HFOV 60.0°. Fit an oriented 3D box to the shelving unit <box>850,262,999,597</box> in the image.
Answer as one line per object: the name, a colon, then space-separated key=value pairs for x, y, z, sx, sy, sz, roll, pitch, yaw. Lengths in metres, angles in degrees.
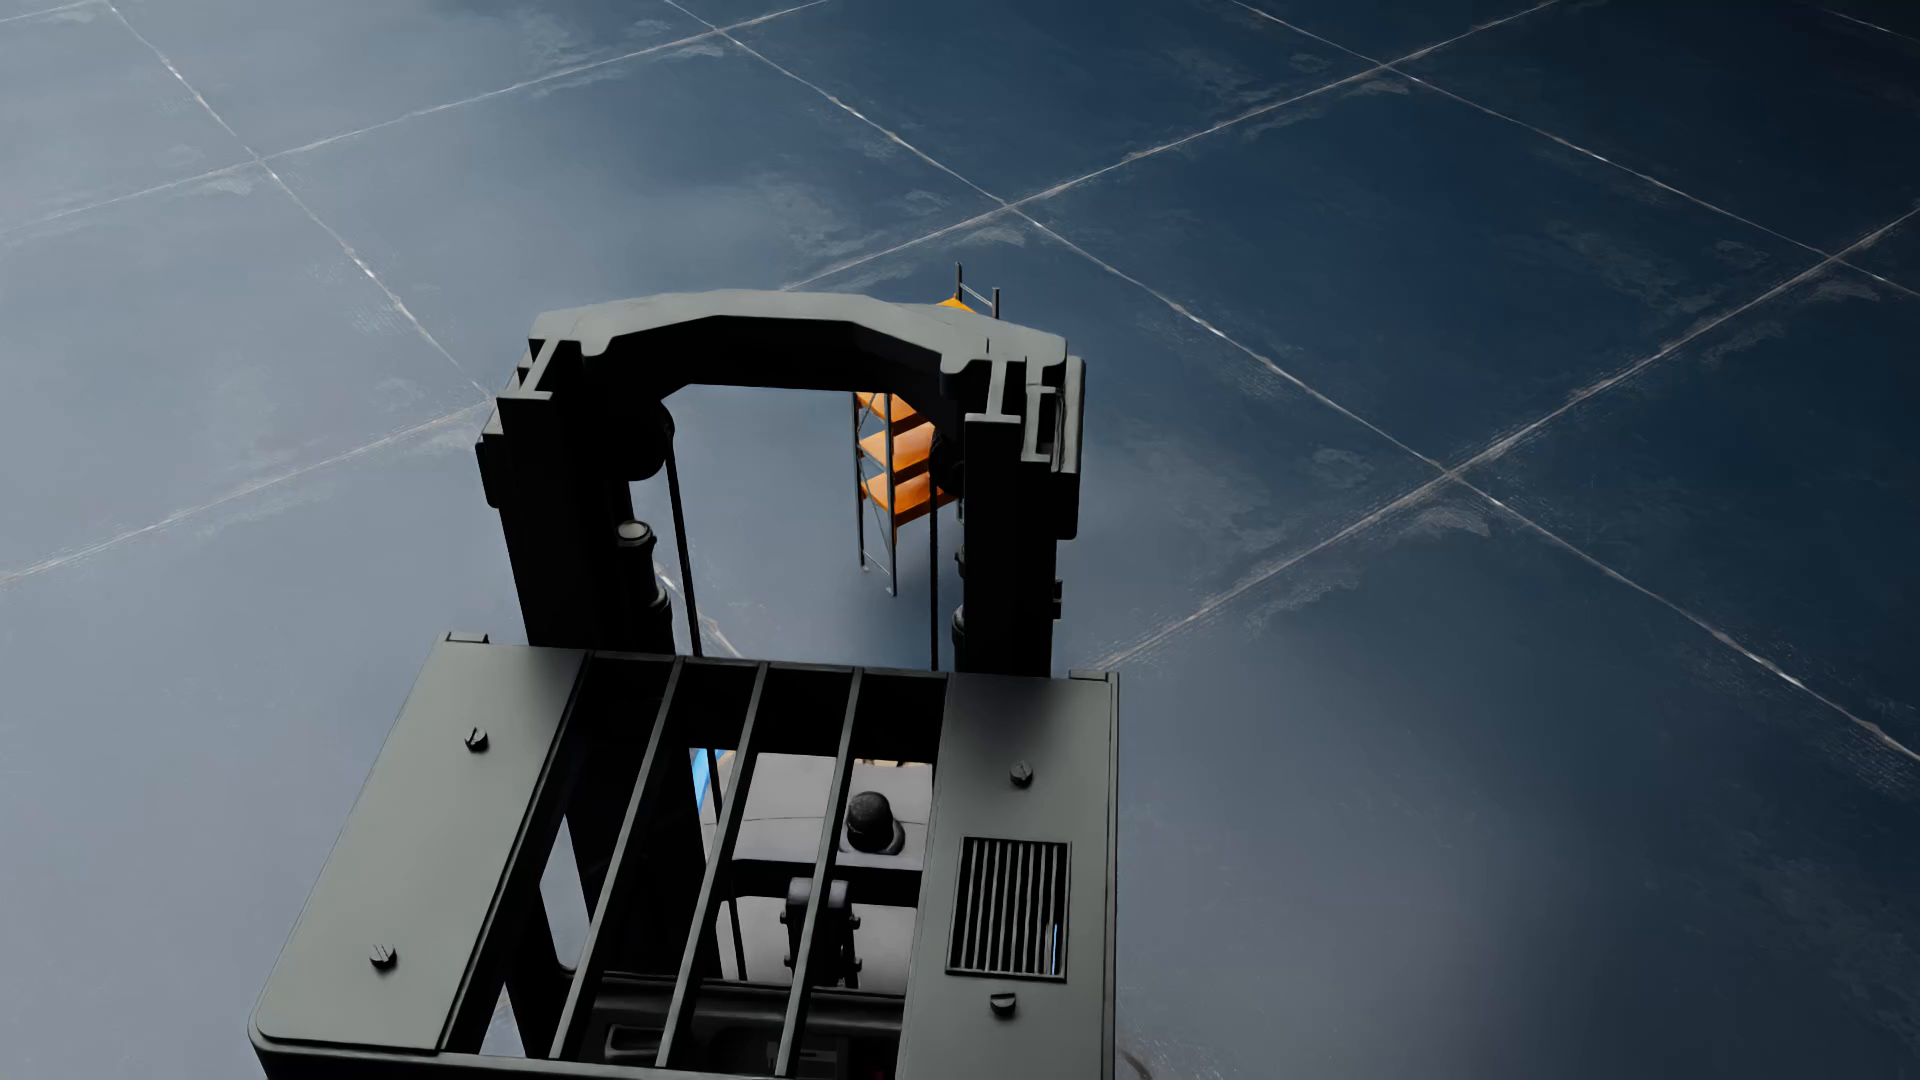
shelving unit: x=-0.131 y=-0.400 z=6.291 sx=0.503 sy=1.200 sz=0.258 roll=-26 pitch=46 yaw=-28

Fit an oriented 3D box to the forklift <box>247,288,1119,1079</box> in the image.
forklift: x=-0.318 y=1.161 z=3.024 sx=1.130 sy=2.935 sz=3.031 roll=3 pitch=39 yaw=4

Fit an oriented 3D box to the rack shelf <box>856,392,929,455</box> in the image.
rack shelf: x=-0.131 y=-0.521 z=6.192 sx=0.480 sy=0.148 sz=0.258 roll=-26 pitch=46 yaw=-28

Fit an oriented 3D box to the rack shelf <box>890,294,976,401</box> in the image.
rack shelf: x=-0.131 y=-0.704 z=6.042 sx=0.480 sy=0.148 sz=0.258 roll=-26 pitch=46 yaw=-28

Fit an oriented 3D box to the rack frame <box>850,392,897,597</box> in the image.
rack frame: x=-0.325 y=-0.306 z=6.177 sx=0.015 sy=1.200 sz=0.240 roll=-26 pitch=46 yaw=-28

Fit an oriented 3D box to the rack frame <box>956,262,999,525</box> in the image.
rack frame: x=0.062 y=-0.494 z=6.406 sx=0.015 sy=1.200 sz=0.240 roll=-26 pitch=46 yaw=-28

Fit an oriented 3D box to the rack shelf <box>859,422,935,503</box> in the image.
rack shelf: x=-0.131 y=-0.348 z=6.334 sx=0.480 sy=0.148 sz=0.258 roll=-26 pitch=46 yaw=-28

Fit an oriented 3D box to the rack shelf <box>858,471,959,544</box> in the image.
rack shelf: x=-0.131 y=-0.194 z=6.460 sx=0.480 sy=0.148 sz=0.258 roll=-26 pitch=46 yaw=-28
